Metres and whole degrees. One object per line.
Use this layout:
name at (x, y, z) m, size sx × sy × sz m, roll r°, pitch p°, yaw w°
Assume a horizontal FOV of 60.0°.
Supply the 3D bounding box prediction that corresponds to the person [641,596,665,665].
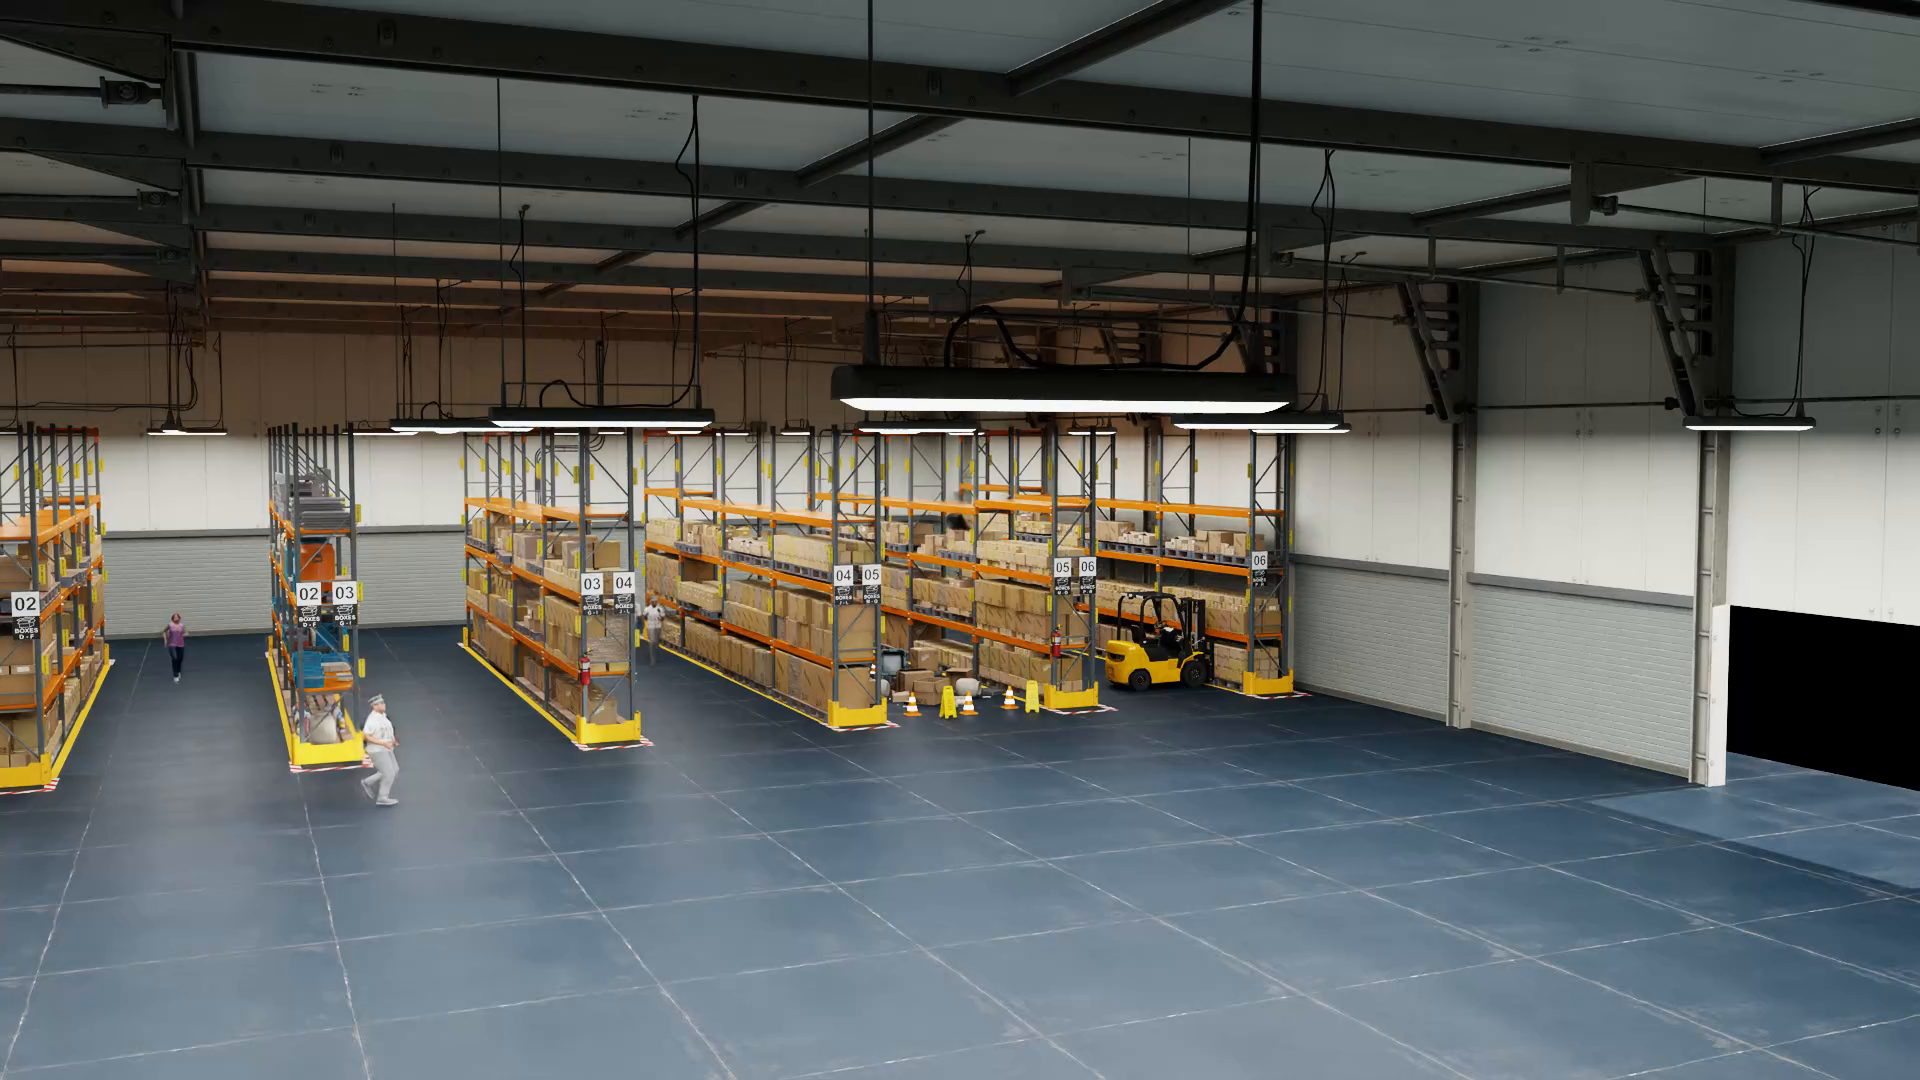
person at (-7.805, 2.289, 42.396) m, size 0.549 × 1.748 × 0.777 m, roll -2°, pitch 4°, yaw -27°

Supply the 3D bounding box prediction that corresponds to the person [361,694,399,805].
person at (-9.085, 3.264, 25.969) m, size 0.629 × 1.730 × 0.661 m, roll 0°, pitch 3°, yaw 0°

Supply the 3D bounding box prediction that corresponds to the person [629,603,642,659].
person at (-8.629, 2.221, 43.566) m, size 0.597 × 1.754 × 0.778 m, roll -1°, pitch 4°, yaw -23°

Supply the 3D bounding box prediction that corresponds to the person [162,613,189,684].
person at (-18.413, 2.523, 39.070) m, size 0.518 × 1.631 × 0.783 m, roll -3°, pitch 4°, yaw -37°
